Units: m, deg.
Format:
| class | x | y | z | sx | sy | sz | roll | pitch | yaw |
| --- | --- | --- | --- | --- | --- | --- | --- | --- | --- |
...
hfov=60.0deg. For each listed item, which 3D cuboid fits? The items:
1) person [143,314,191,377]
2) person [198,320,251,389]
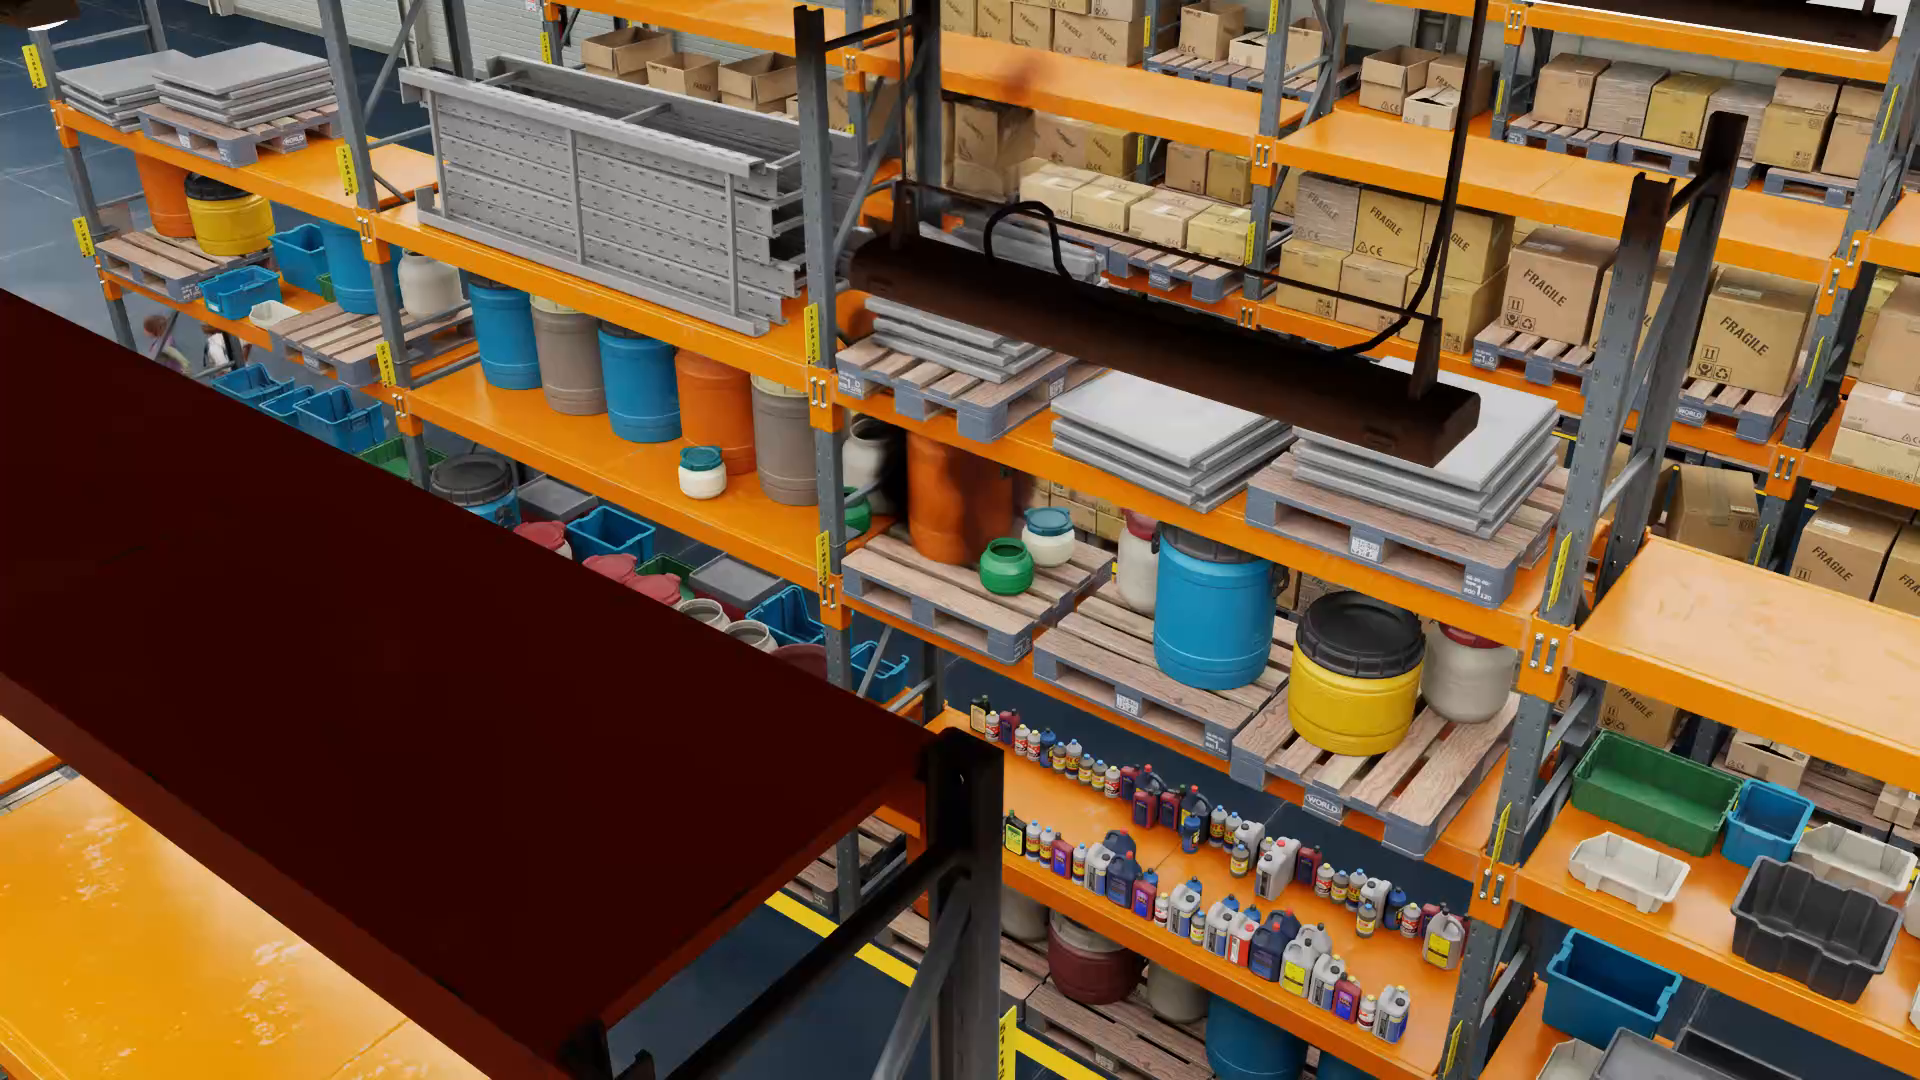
| class | x | y | z | sx | sy | sz | roll | pitch | yaw |
| --- | --- | --- | --- | --- | --- | --- | --- | --- | --- |
| person | -7.582 | -1.436 | 16.071 | 0.750 | 1.603 | 0.524 | -6 | 32 | -9 |
| person | -7.069 | -1.541 | 16.232 | 0.543 | 1.634 | 0.649 | -1 | 31 | -2 |
